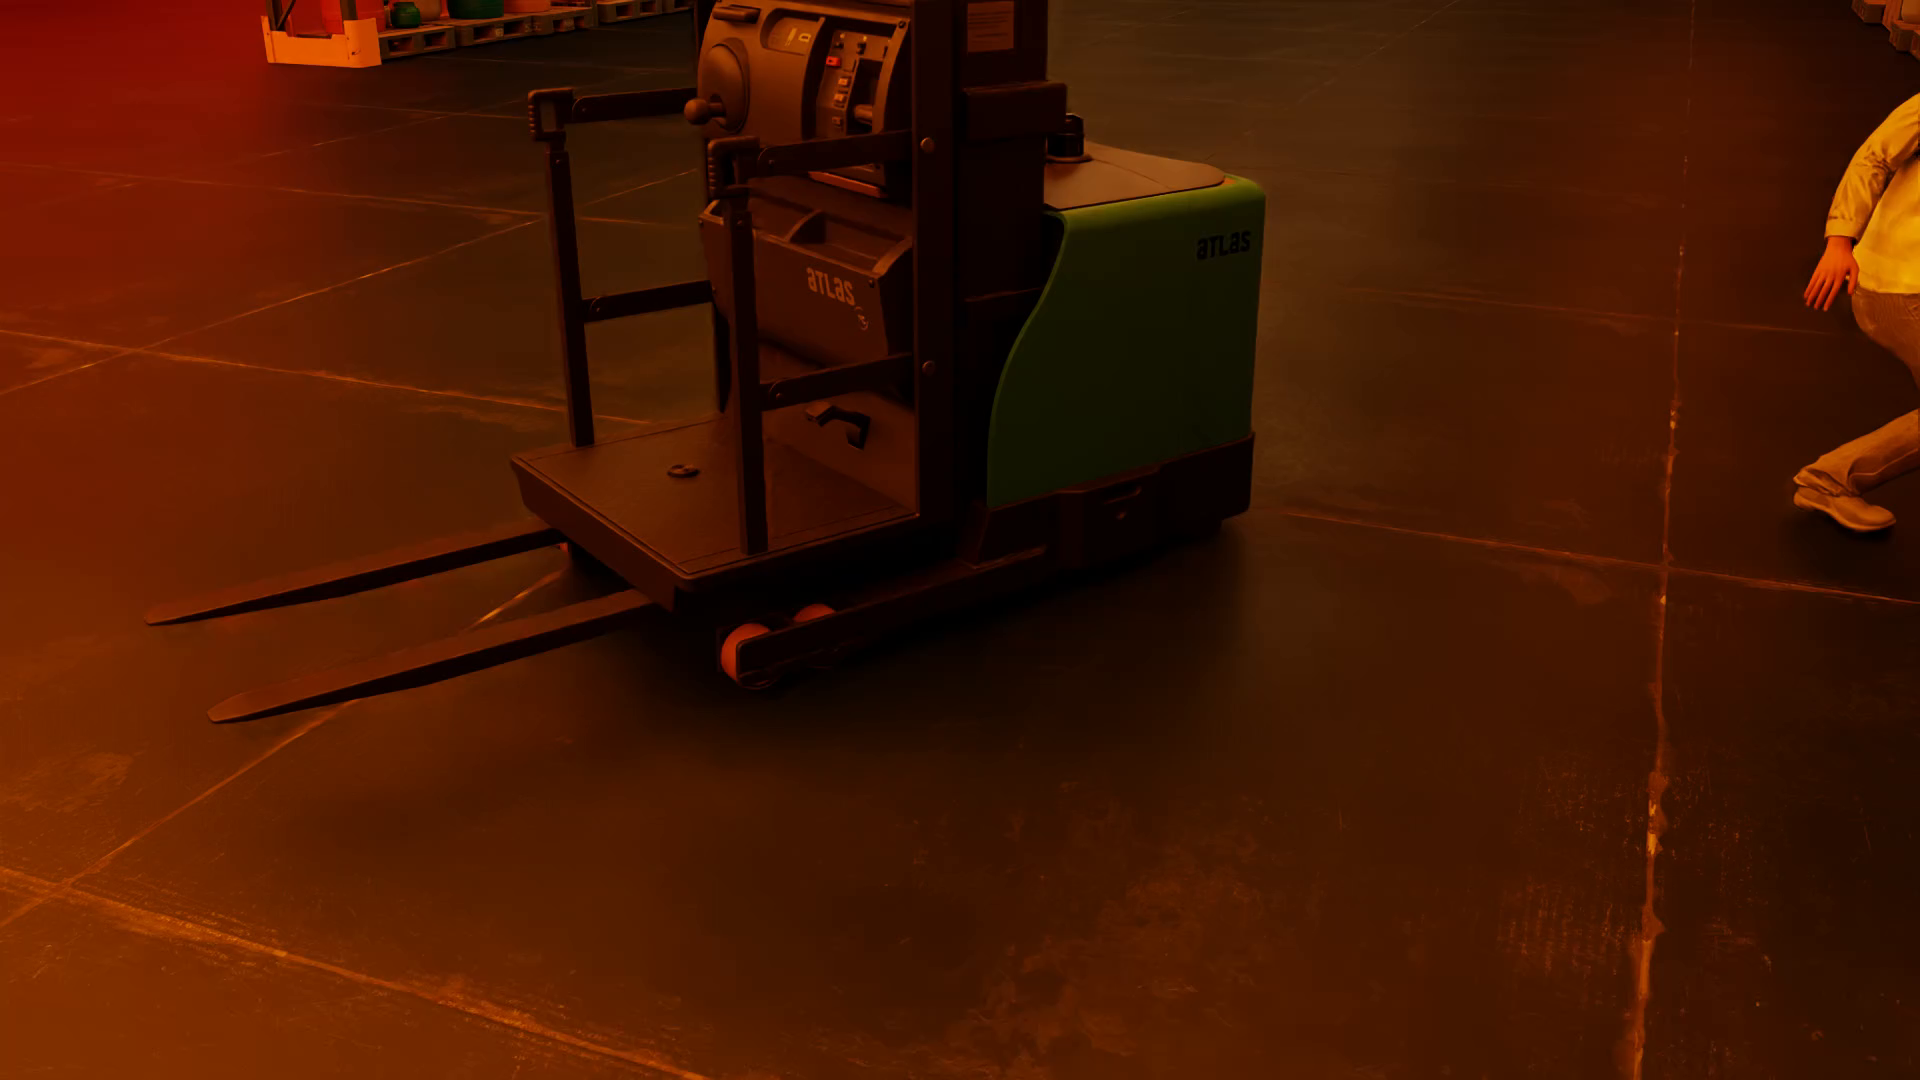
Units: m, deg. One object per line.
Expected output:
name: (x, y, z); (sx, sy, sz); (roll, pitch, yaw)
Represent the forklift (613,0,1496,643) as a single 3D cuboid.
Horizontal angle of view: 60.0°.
forklift: (0.510, -1.516, 4.920); (3.031, 2.935, 1.130); (-16, 27, -33)
